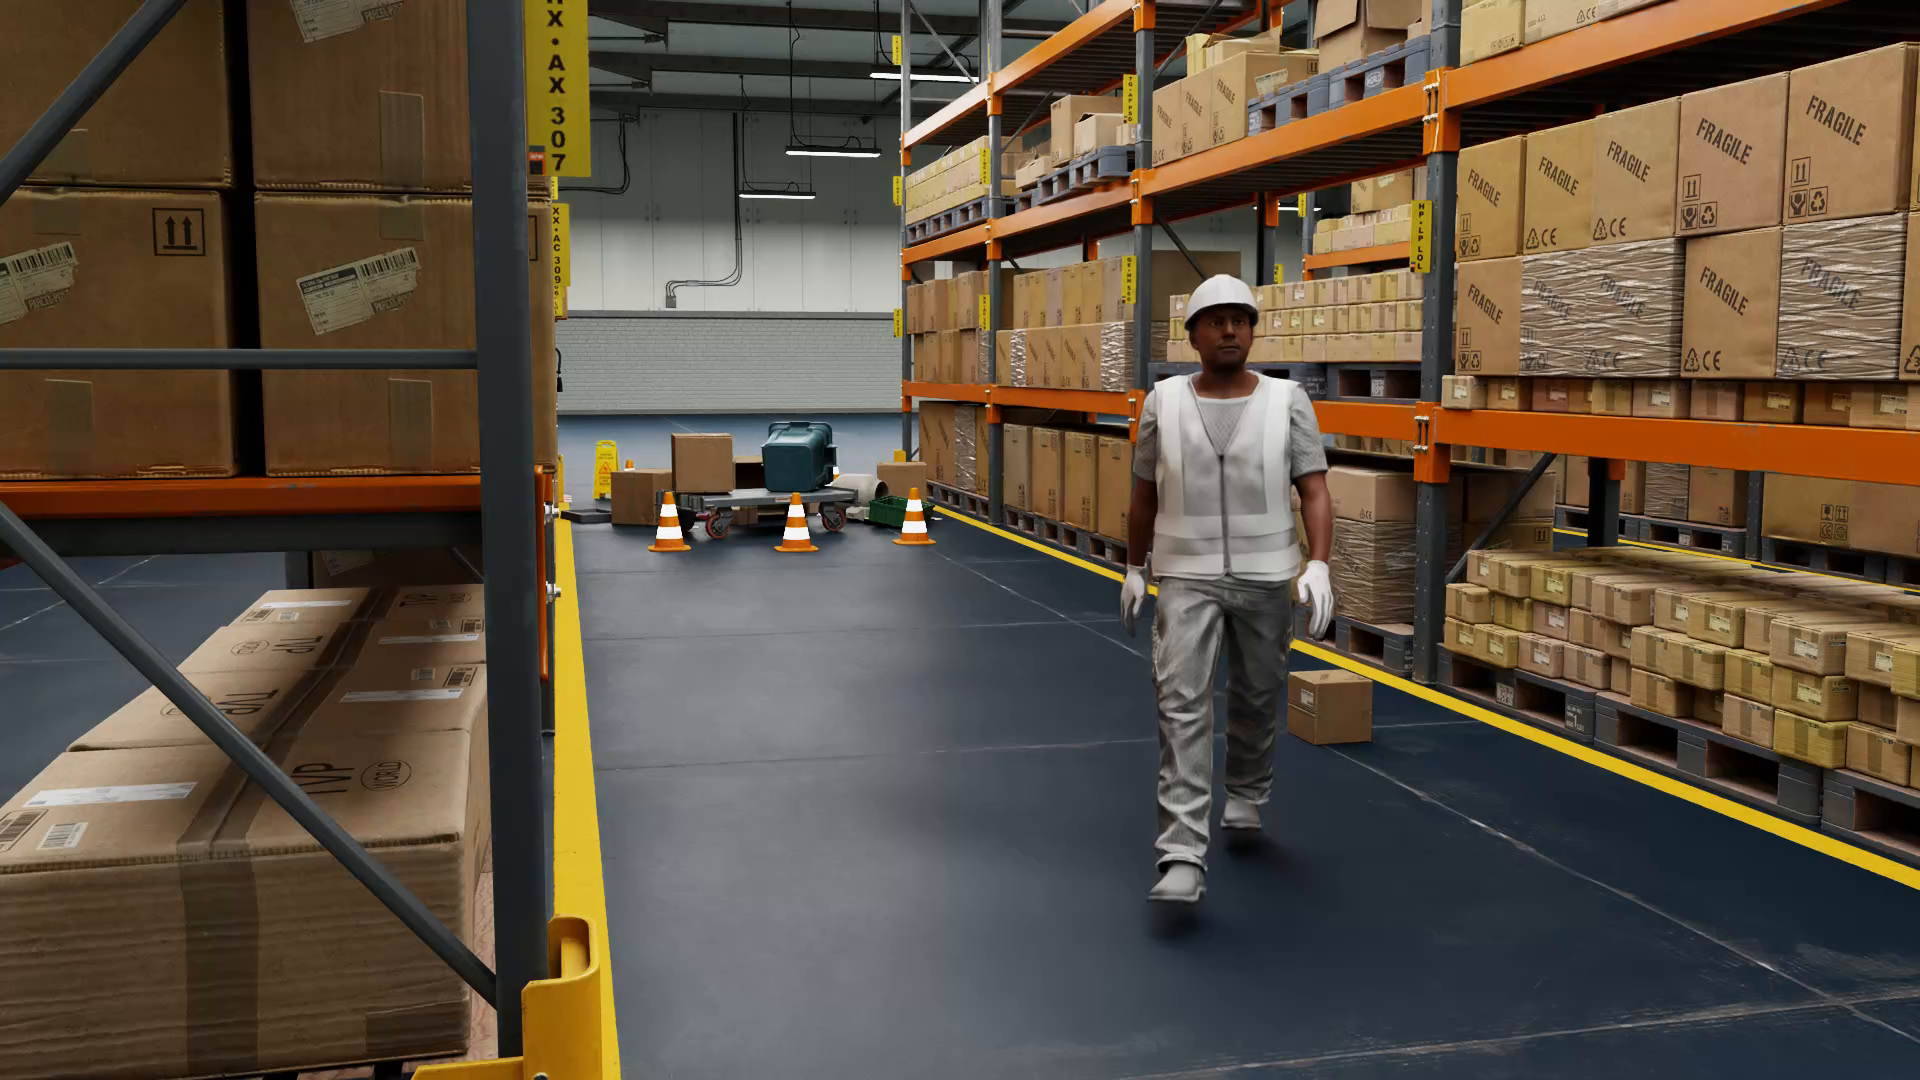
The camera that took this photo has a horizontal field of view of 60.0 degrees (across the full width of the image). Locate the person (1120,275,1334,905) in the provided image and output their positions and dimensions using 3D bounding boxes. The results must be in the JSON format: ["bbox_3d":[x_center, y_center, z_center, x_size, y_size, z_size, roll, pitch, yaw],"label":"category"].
[{"bbox_3d":[0.759,0.106,4.764,0.597,1.726,1.083,1,6,6],"label":"person"}]
